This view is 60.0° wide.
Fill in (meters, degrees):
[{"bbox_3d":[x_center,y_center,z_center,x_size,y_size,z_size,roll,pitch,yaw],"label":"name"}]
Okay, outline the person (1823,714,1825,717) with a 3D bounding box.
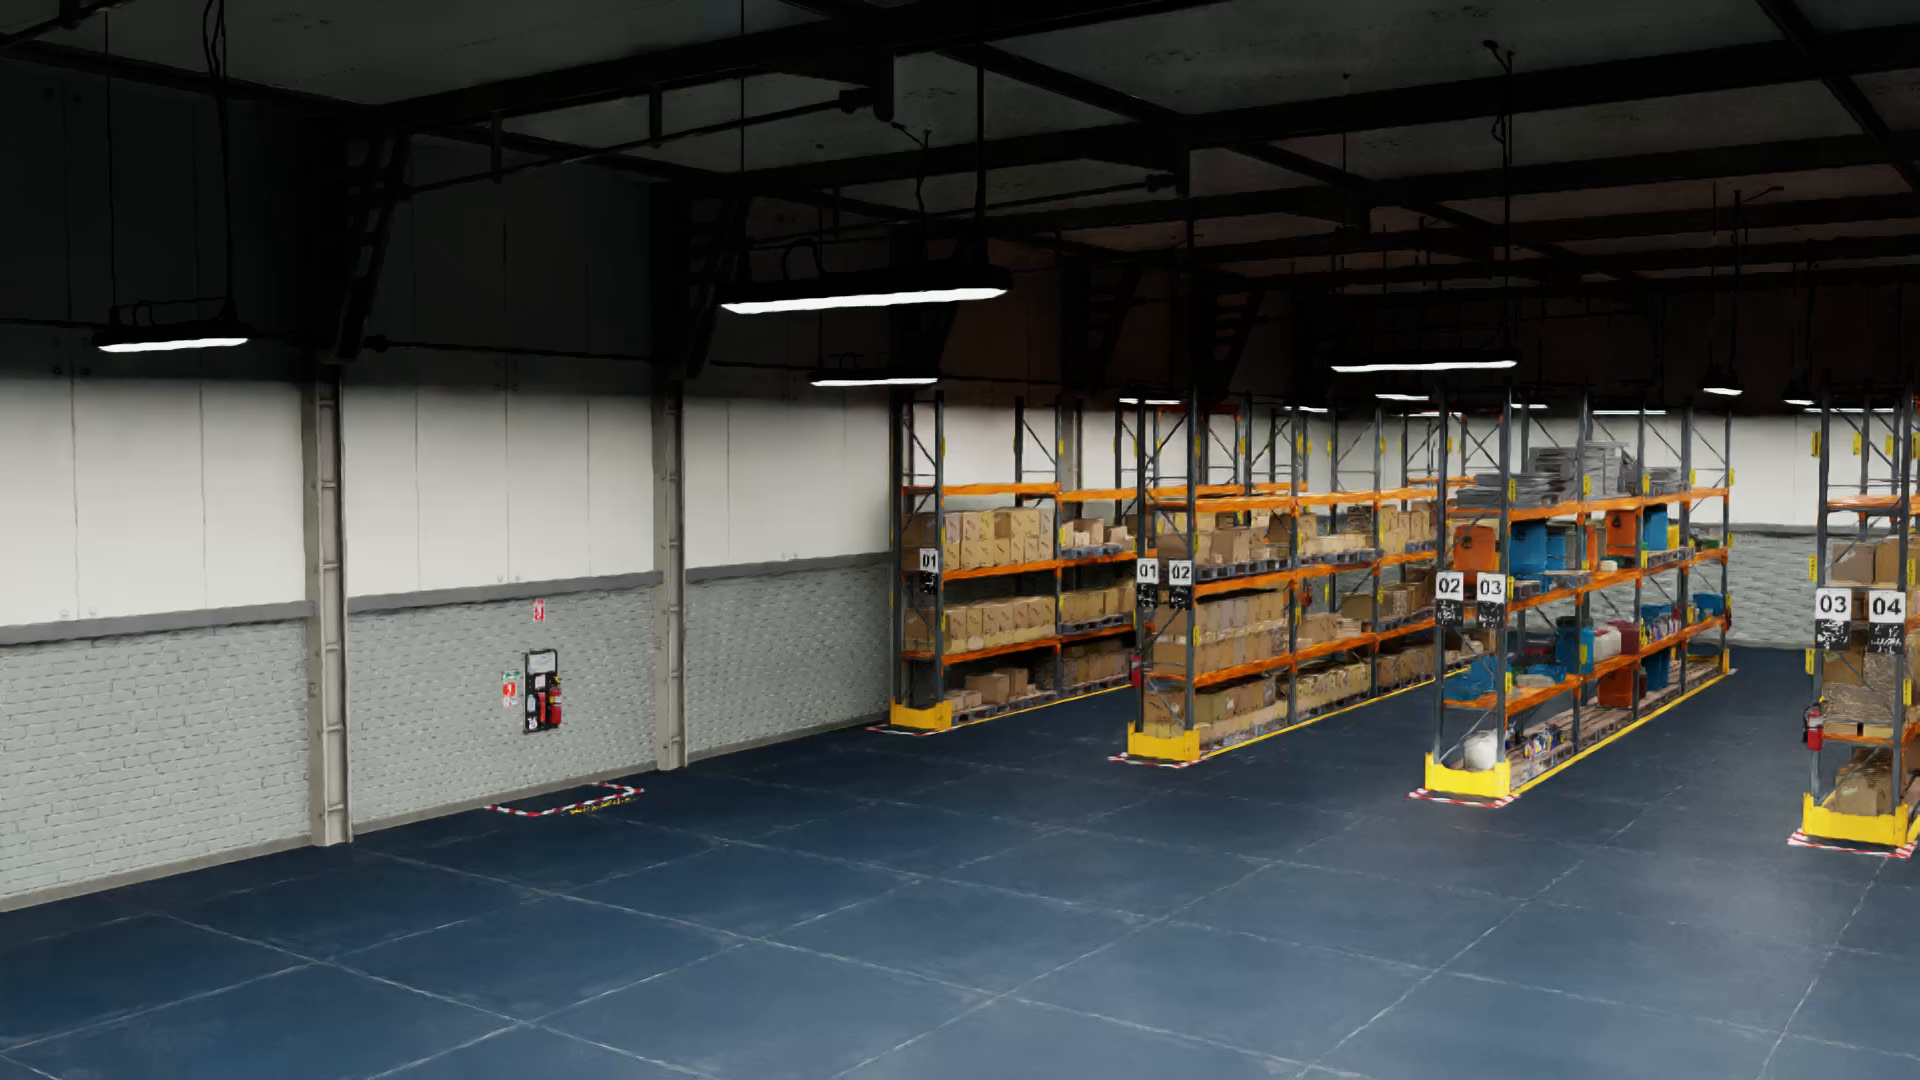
[{"bbox_3d":[16.163,2.404,30.747,0.588,1.700,1.193,2,4,33],"label":"person"}]
